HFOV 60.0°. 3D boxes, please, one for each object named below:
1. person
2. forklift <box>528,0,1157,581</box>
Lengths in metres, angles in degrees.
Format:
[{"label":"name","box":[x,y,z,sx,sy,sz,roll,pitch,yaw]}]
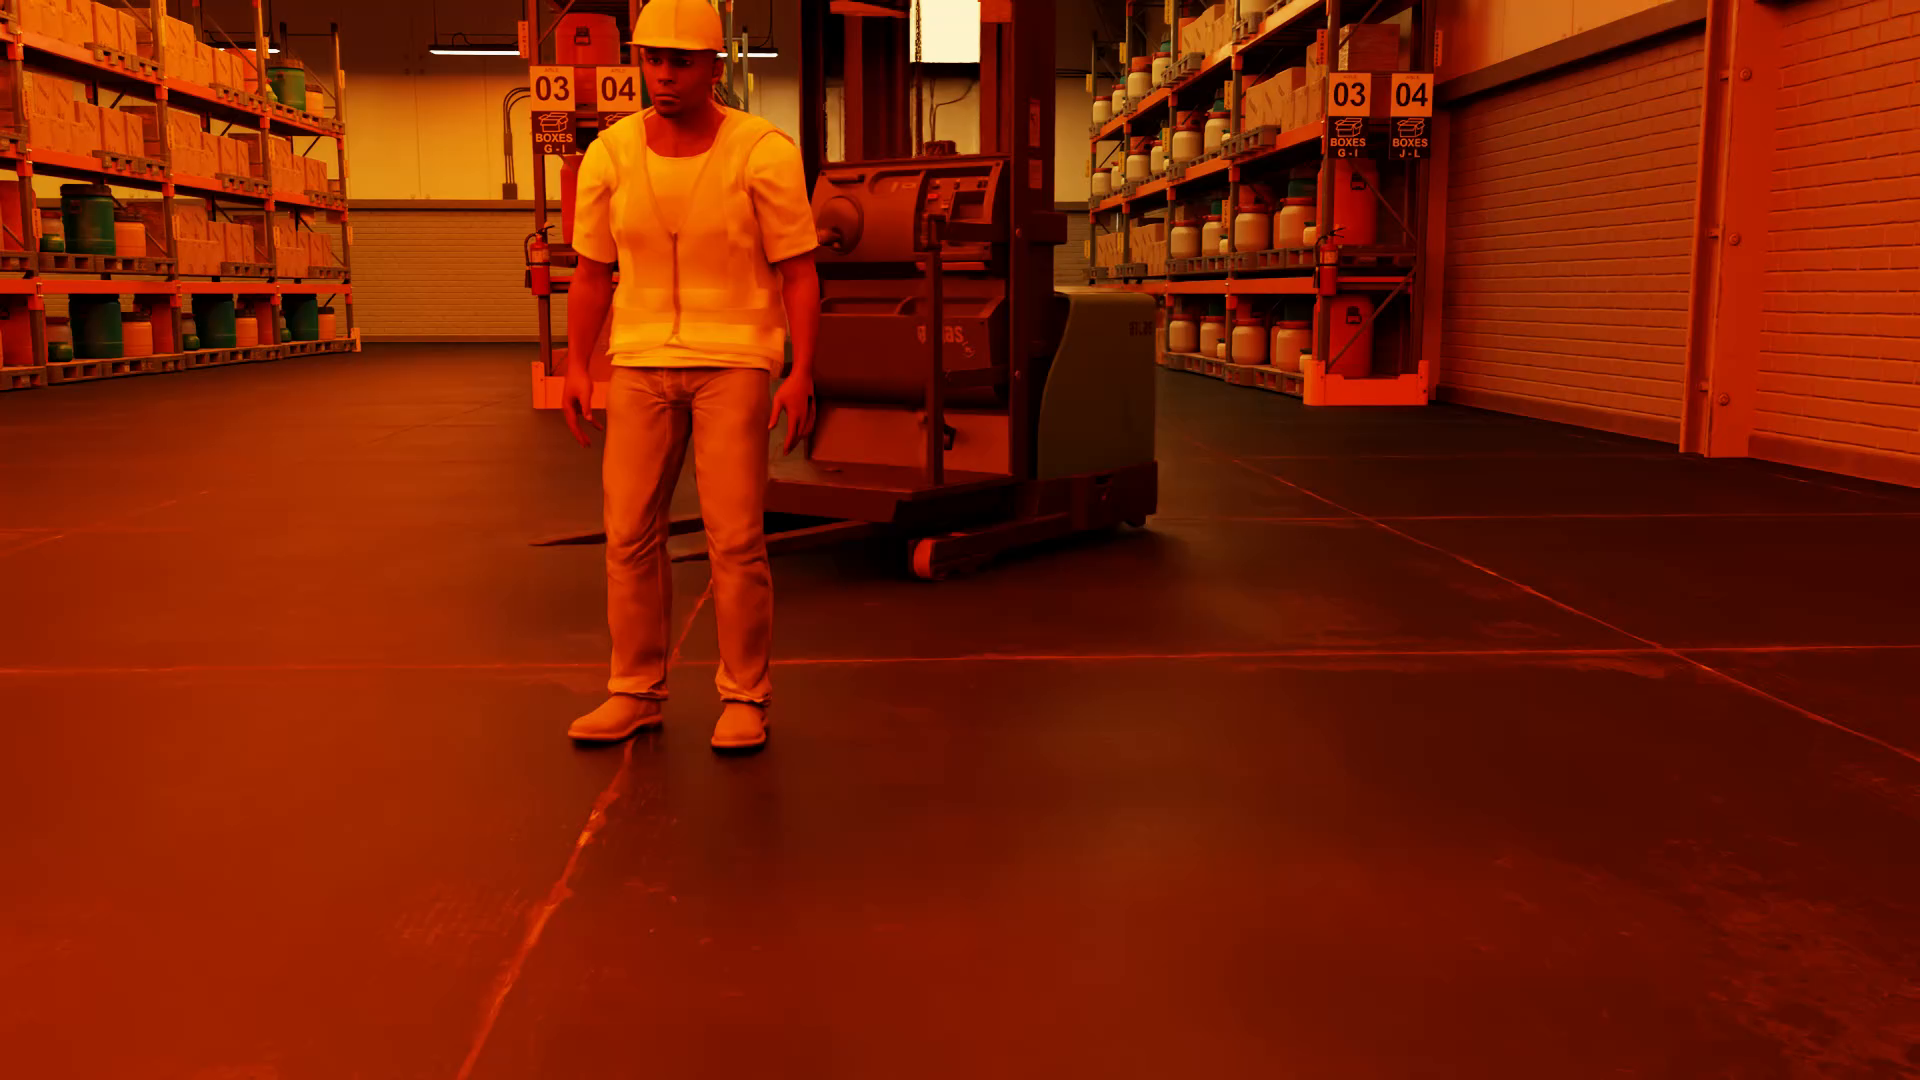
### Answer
[{"label":"person","box":[-0.647,-0.388,3.949,0.626,1.759,0.463,2,9,10]},{"label":"forklift","box":[-0.349,-1.373,6.579,1.130,2.935,3.031,6,10,35]}]
